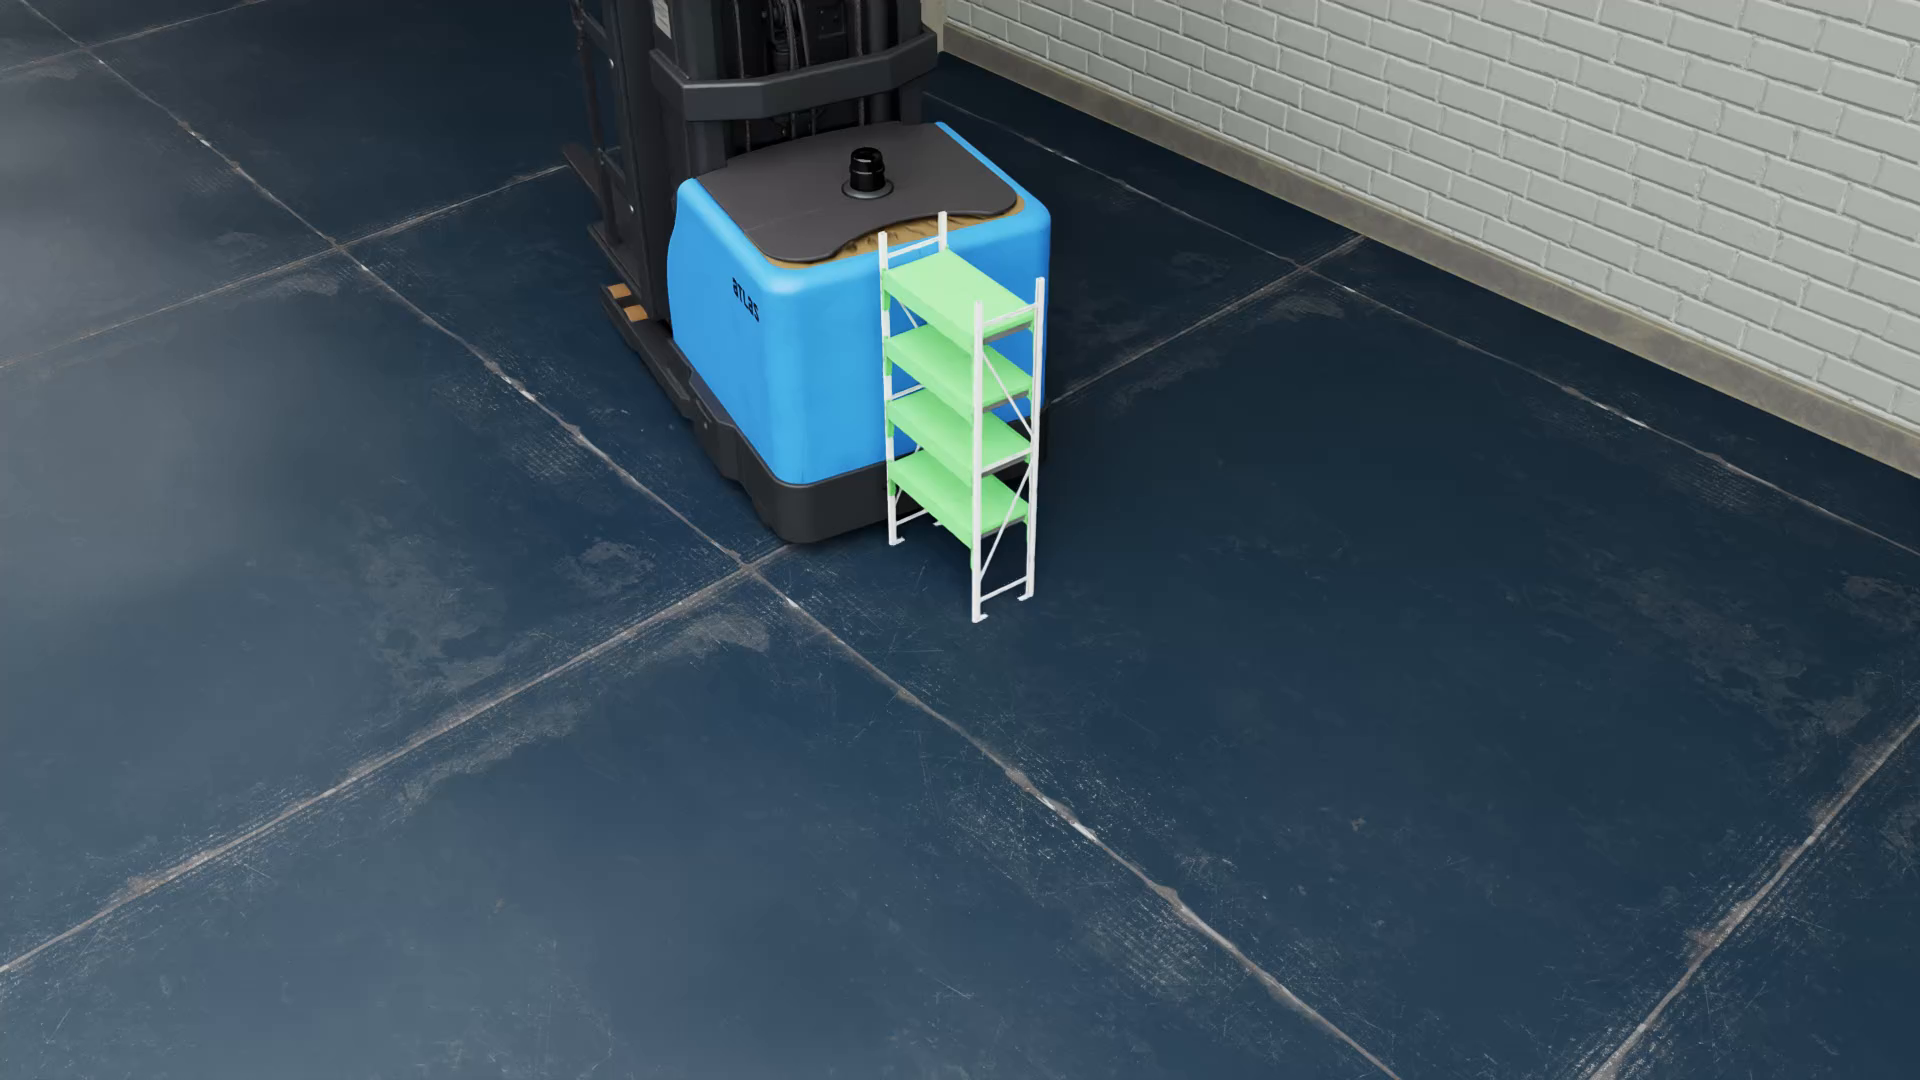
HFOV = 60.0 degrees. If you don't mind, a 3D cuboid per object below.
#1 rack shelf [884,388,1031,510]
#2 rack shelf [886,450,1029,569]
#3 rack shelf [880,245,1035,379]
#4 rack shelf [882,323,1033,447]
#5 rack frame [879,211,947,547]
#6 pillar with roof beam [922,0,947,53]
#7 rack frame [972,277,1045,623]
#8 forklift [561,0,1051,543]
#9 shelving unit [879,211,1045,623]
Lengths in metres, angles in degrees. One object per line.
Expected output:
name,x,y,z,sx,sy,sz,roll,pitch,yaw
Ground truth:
rack shelf,0.000,-0.317,5.289,0.258,0.148,0.480,-24,45,-27
rack shelf,0.000,-0.130,5.440,0.258,0.148,0.480,-24,45,-27
rack shelf,0.000,-0.690,4.988,0.258,0.148,0.480,-24,45,-27
rack shelf,0.000,-0.504,5.138,0.258,0.148,0.480,-24,45,-27
rack frame,-0.142,-0.491,5.403,0.240,1.200,0.015,-24,45,-27
pillar with roof beam,-3.482,-4.375,4.005,9.100,9.000,0.400,-30,48,-32
rack frame,0.141,-0.242,5.095,0.240,1.200,0.015,-24,45,-27
forklift,-0.825,-2.042,5.946,1.130,2.935,3.031,-19,42,-21
shelving unit,0.000,-0.367,5.249,0.258,1.200,0.503,-24,45,-27
